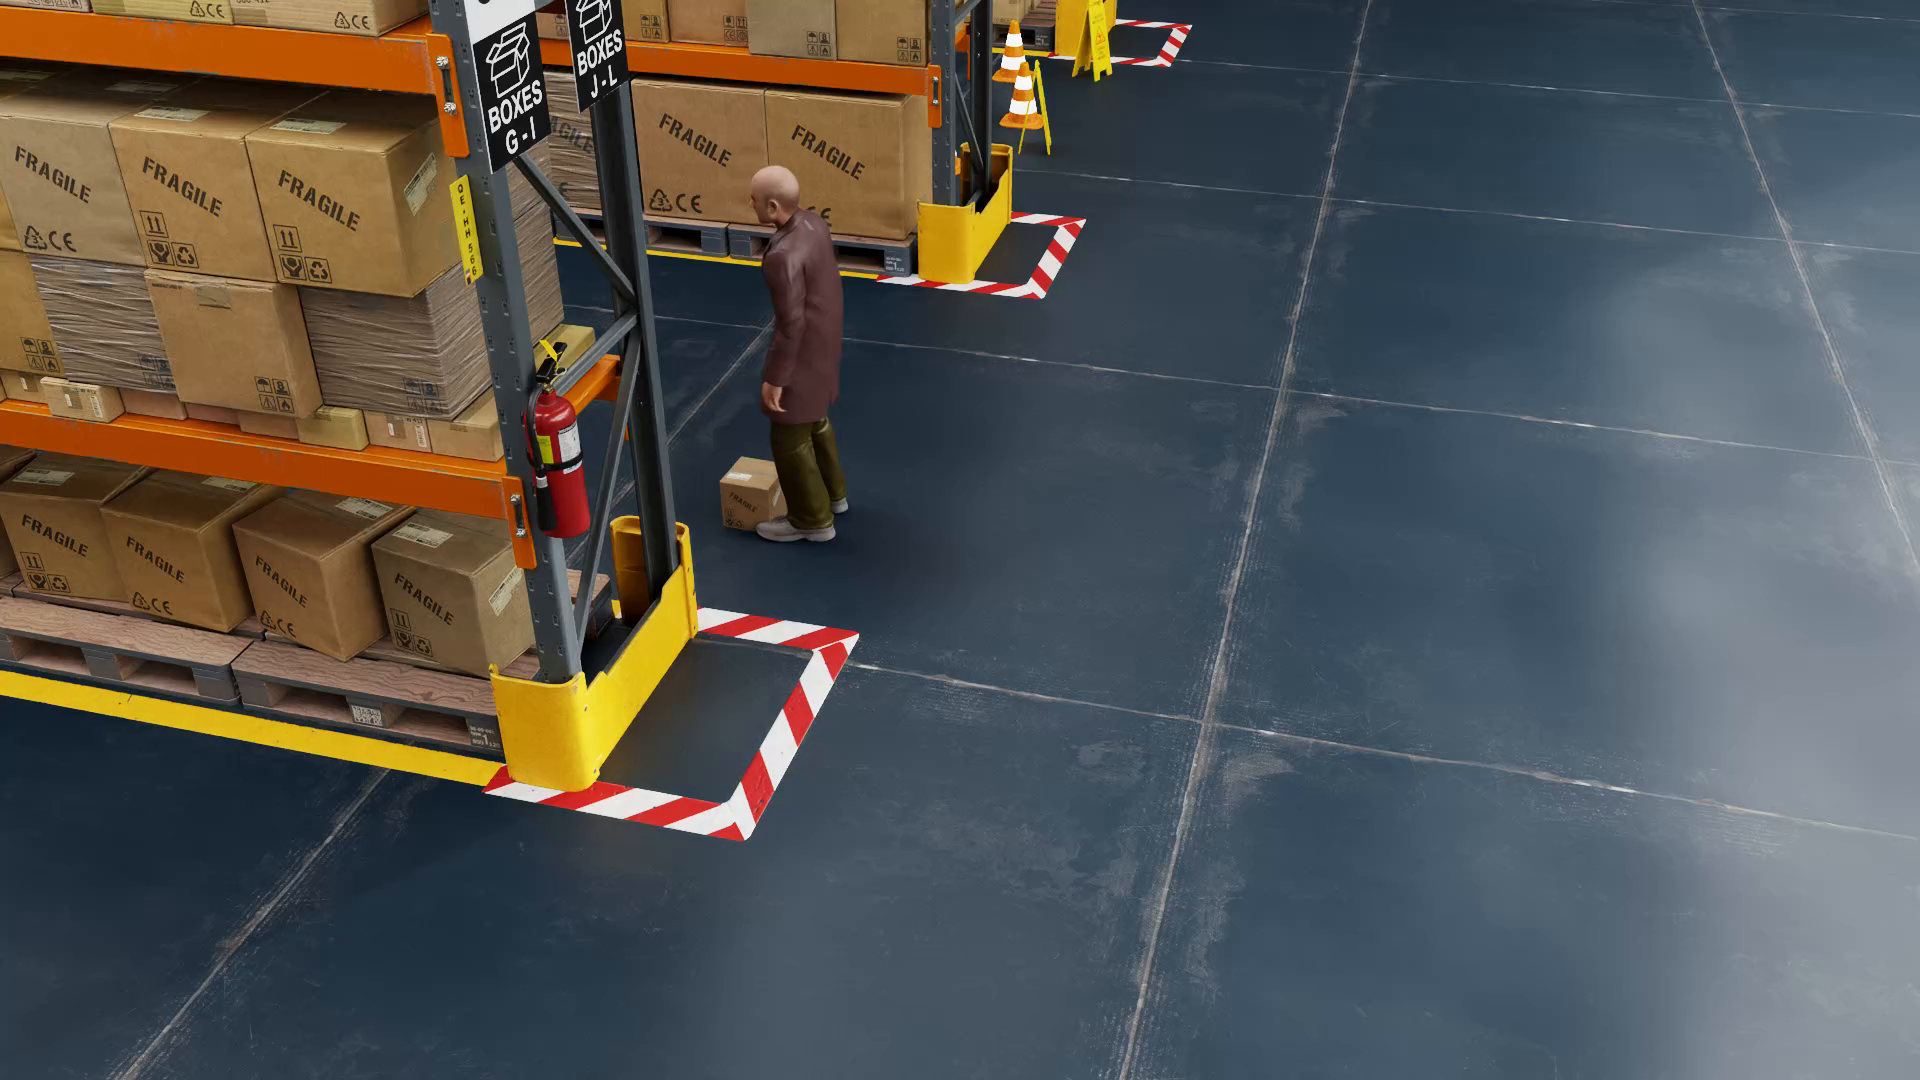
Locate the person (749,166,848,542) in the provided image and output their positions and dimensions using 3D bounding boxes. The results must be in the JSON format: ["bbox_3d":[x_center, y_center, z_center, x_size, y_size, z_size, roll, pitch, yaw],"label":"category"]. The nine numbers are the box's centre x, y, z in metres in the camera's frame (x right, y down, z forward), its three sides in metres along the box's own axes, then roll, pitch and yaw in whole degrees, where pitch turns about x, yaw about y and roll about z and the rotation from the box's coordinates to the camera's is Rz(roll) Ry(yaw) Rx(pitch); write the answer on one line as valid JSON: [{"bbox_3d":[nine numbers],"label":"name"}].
[{"bbox_3d":[-0.730,-0.818,7.441,0.420,1.774,0.654,6,33,10],"label":"person"}]
